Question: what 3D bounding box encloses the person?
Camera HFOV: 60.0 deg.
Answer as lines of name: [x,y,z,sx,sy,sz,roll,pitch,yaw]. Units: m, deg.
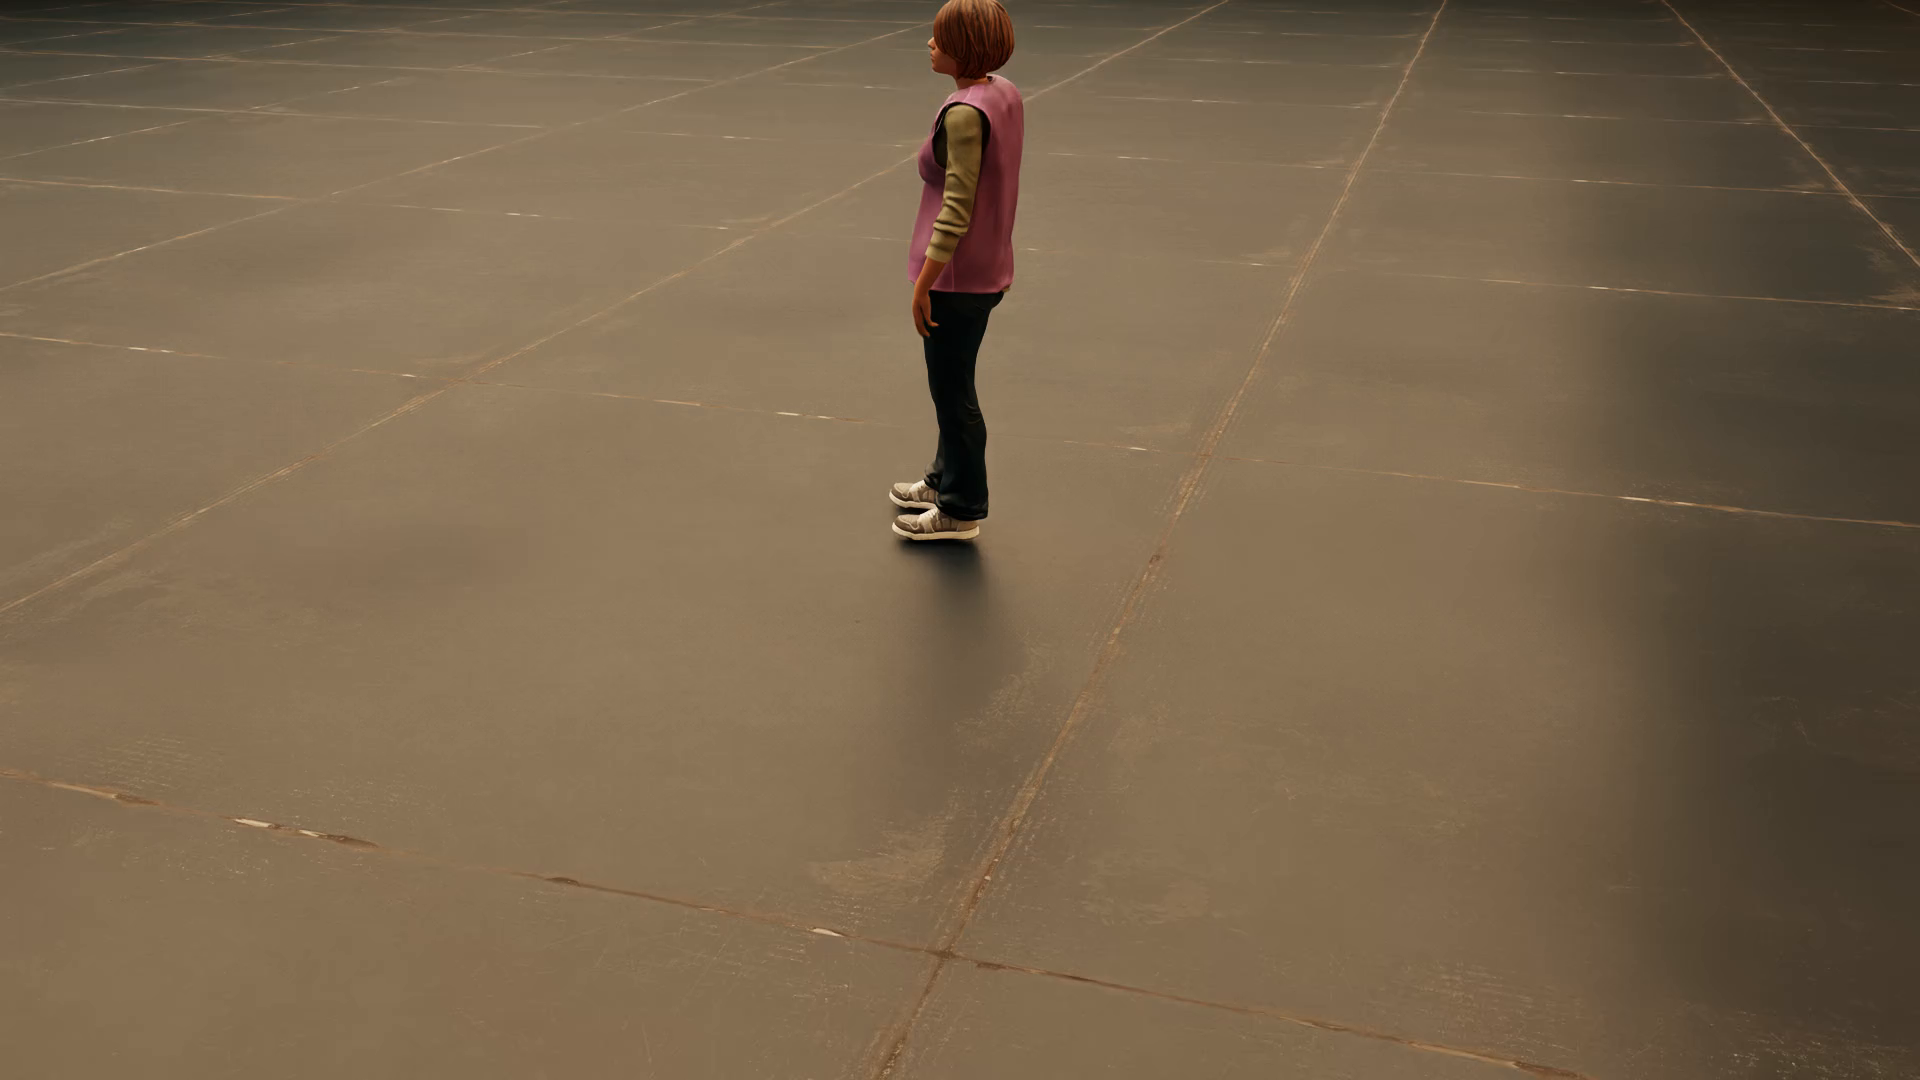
person: [-0.067,-0.758,4.846,0.473,1.599,0.521,7,23,16]
